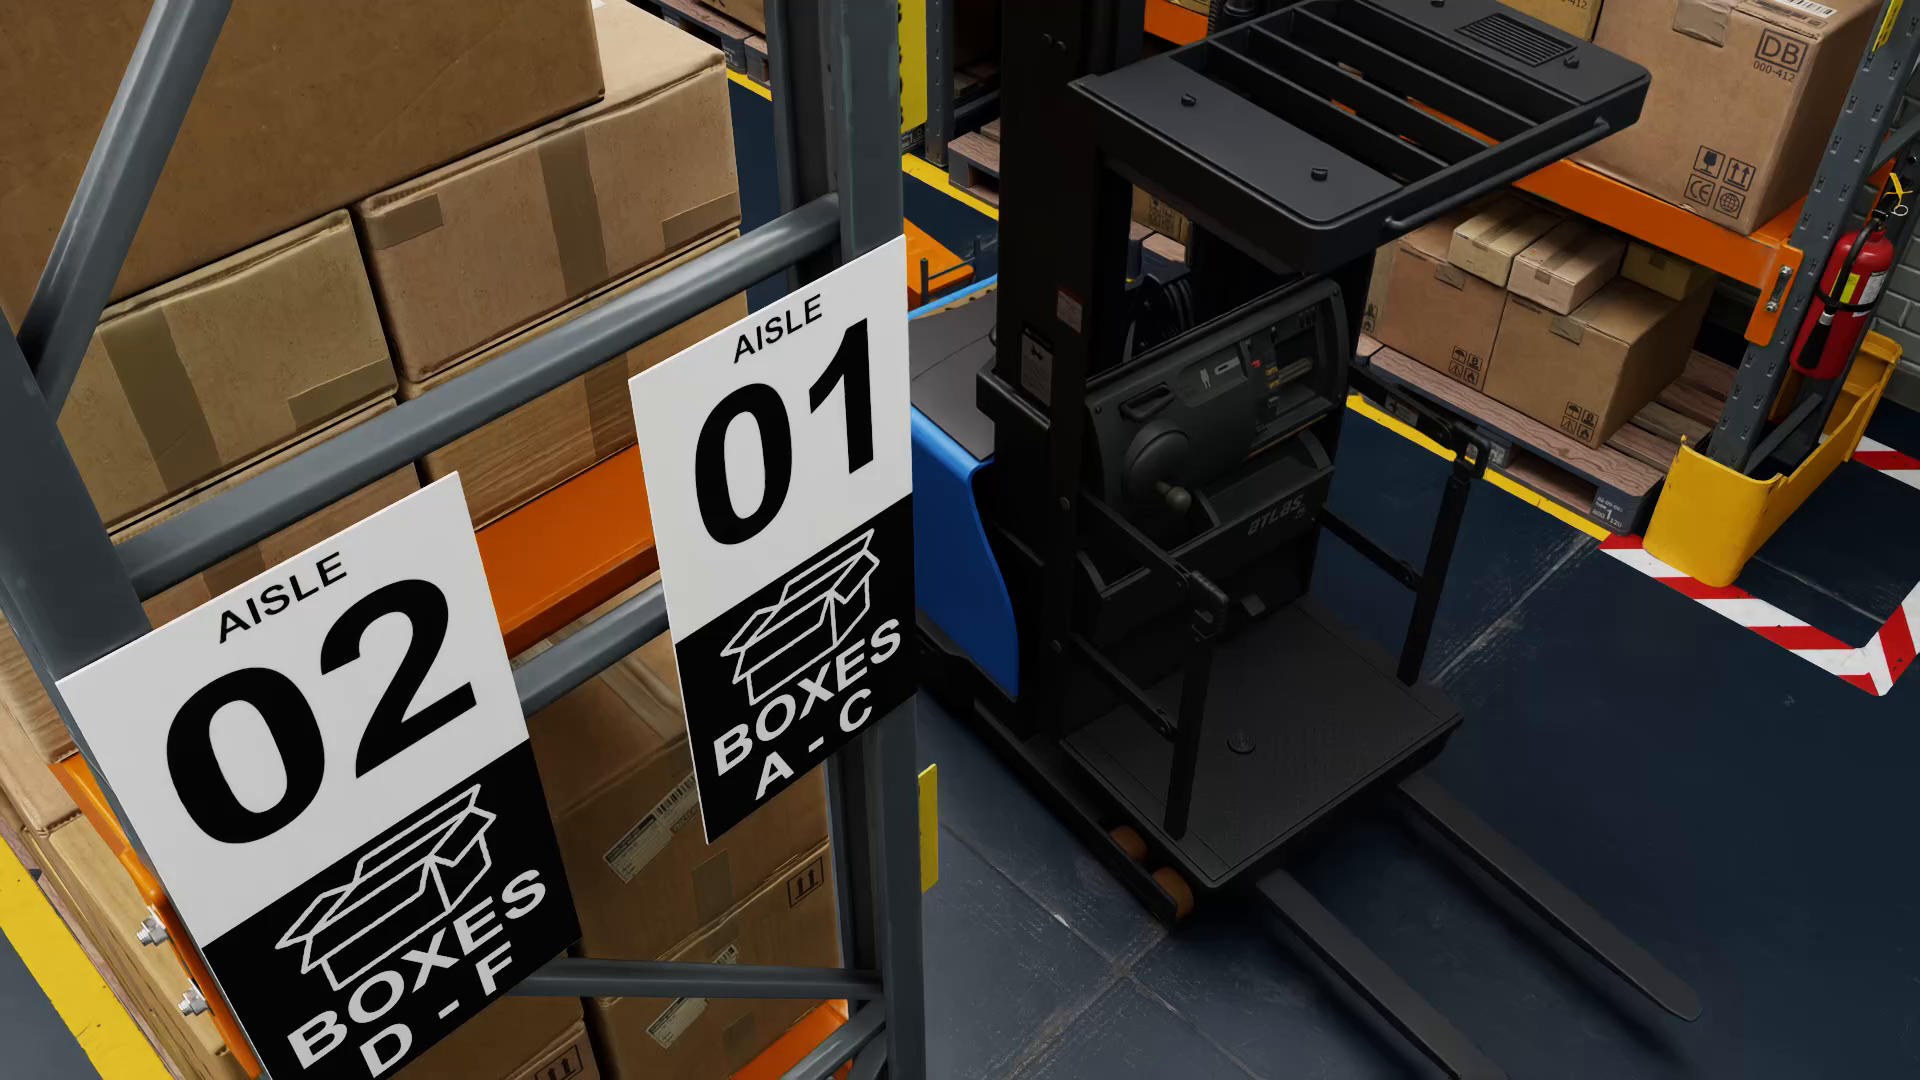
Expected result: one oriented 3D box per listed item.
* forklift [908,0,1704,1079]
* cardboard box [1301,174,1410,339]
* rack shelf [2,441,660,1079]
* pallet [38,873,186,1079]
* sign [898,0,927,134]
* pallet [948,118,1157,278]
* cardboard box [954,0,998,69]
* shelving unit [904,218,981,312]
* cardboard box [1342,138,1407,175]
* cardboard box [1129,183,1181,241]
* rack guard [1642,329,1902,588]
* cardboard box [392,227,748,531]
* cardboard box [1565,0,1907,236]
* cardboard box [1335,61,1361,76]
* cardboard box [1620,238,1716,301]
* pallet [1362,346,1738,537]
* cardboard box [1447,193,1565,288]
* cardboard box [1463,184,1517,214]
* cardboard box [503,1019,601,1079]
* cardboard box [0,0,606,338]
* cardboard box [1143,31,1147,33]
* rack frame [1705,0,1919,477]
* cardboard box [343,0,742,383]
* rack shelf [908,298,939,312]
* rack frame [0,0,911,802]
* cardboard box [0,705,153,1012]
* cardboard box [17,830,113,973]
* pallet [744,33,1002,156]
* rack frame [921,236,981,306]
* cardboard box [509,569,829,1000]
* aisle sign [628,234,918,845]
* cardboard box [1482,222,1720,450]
[{"bbox_3d":[0.852,-0.312,4.428,1.130,2.935,3.031,-27,49,-26],"label":"forklift"},{"bbox_3d":[1.771,-1.290,6.968,0.500,0.500,0.700,32,52,30],"label":"cardboard box"},{"bbox_3d":[-1.872,-0.706,3.124,1.077,0.370,4.000,-34,53,-31],"label":"rack shelf"},{"bbox_3d":[-1.934,1.111,4.892,1.003,0.211,1.213,-34,53,-31],"label":"pallet"},{"bbox_3d":[-0.076,-0.591,1.825,0.100,0.325,0.005,-34,53,-31],"label":"sign"},{"bbox_3d":[0.702,-1.779,8.019,1.003,0.211,1.213,-34,53,-31],"label":"pallet"},{"bbox_3d":[-0.331,-2.820,8.367,0.750,0.750,0.750,-33,52,-31],"label":"cardboard box"},{"bbox_3d":[-0.177,-0.662,6.083,0.258,1.200,0.503,-27,49,-26],"label":"shelving unit"},{"bbox_3d":[1.813,-1.691,6.924,0.380,0.149,0.250,-34,52,-31],"label":"cardboard box"},{"bbox_3d":[1.028,-1.790,7.510,0.500,0.500,0.700,34,52,31],"label":"cardboard box"},{"bbox_3d":[3.062,-0.354,6.265,1.175,0.500,0.348,-34,53,-31],"label":"rack guard"},{"bbox_3d":[-0.642,-0.323,2.290,0.500,0.250,0.500,-34,53,-31],"label":"cardboard box"},{"bbox_3d":[2.678,-1.634,5.587,0.980,0.700,0.700,-32,51,-30],"label":"cardboard box"},{"bbox_3d":[1.624,-2.349,6.361,0.700,0.700,0.980,32,51,30],"label":"cardboard box"},{"bbox_3d":[2.710,-1.082,6.265,0.380,0.149,0.250,-34,52,-31],"label":"cardboard box"},{"bbox_3d":[2.425,-0.606,6.751,1.003,0.211,1.213,-34,53,-31],"label":"pallet"},{"bbox_3d":[2.079,-1.143,6.332,0.380,0.149,0.250,-33,52,-30],"label":"cardboard box"},{"bbox_3d":[2.175,-1.446,6.659,0.380,0.149,0.250,-34,52,-31],"label":"cardboard box"},{"bbox_3d":[-0.969,0.971,2.915,0.500,0.500,0.500,-32,52,-30],"label":"cardboard box"},{"bbox_3d":[-0.834,-0.652,1.725,0.700,0.500,0.500,-34,53,-31],"label":"cardboard box"},{"bbox_3d":[0.714,-2.436,7.731,0.250,0.149,0.380,34,52,31],"label":"cardboard box"},{"bbox_3d":[3.045,-1.284,5.429,1.000,3.000,0.127,-34,53,-31],"label":"rack frame"},{"bbox_3d":[-0.638,-0.509,2.123,0.500,0.250,0.500,-34,53,-31],"label":"cardboard box"},{"bbox_3d":[-0.177,-0.777,5.977,0.258,0.148,0.480,-27,49,-26],"label":"rack shelf"},{"bbox_3d":[-0.460,-1.111,0.822,1.000,3.000,0.127,-34,53,-31],"label":"rack frame"},{"bbox_3d":[-1.326,0.364,2.836,0.500,0.500,0.500,-33,52,-30],"label":"cardboard box"},{"bbox_3d":[-1.686,0.481,3.446,0.500,0.500,0.500,-34,52,-31],"label":"cardboard box"},{"bbox_3d":[-0.378,-2.516,8.817,1.003,0.211,1.213,-34,53,-31],"label":"pallet"},{"bbox_3d":[-0.030,-0.530,5.940,0.240,1.200,0.015,-27,49,-26],"label":"rack frame"},{"bbox_3d":[-0.586,0.349,2.852,0.500,0.500,0.500,-32,52,-30],"label":"cardboard box"},{"bbox_3d":[-0.204,0.030,2.092,0.394,0.787,0.004,-34,53,-31],"label":"aisle sign"},{"bbox_3d":[2.480,-0.808,6.447,0.700,0.500,0.500,-34,53,-31],"label":"cardboard box"}]
